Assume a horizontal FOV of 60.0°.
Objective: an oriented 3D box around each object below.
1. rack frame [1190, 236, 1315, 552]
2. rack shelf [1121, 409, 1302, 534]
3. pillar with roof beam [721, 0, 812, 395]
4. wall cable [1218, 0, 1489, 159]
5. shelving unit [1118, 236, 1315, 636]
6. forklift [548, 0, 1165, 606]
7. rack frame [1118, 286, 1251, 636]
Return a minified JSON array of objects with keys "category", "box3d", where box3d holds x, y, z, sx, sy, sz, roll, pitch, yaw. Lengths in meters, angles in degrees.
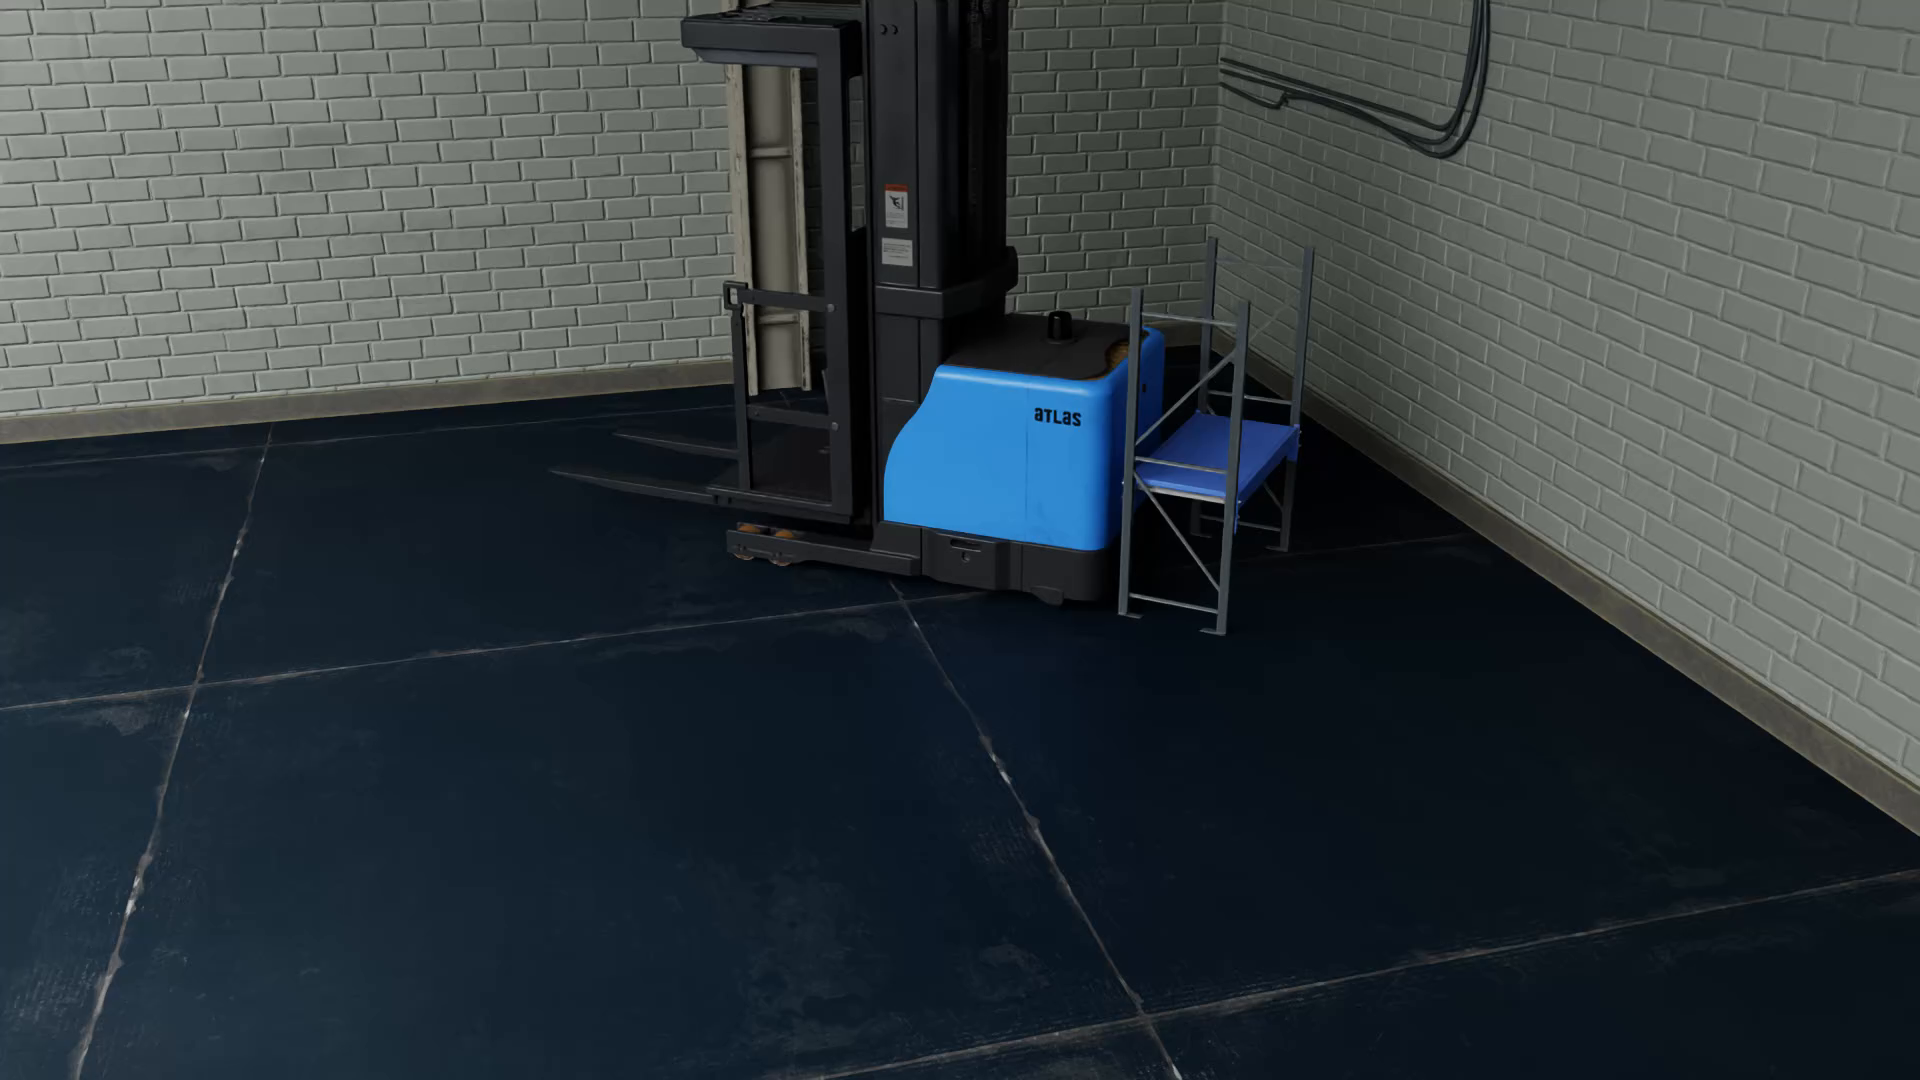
[{"category":"rack frame","box3d":[1.380,-0.677,7.926,0.500,1.500,0.032,11,25,23]},{"category":"rack shelf","box3d":[1.161,-0.331,7.576,0.538,0.185,1.000,11,25,23]},{"category":"pillar with roof beam","box3d":[0.003,-3.480,4.948,0.400,9.000,9.100,-6,24,-14]},{"category":"wall cable","box3d":[2.034,-3.499,8.930,0.112,2.526,3.097,-6,24,-14]},{"category":"shelving unit","box3d":[1.161,-0.496,7.505,0.538,1.500,1.048,11,25,23]},{"category":"forklift","box3d":[-0.586,-1.404,7.806,3.031,2.935,1.130,9,25,20]},{"category":"rack frame","box3d":[0.941,-0.316,7.084,0.500,1.500,0.032,11,25,23]}]
